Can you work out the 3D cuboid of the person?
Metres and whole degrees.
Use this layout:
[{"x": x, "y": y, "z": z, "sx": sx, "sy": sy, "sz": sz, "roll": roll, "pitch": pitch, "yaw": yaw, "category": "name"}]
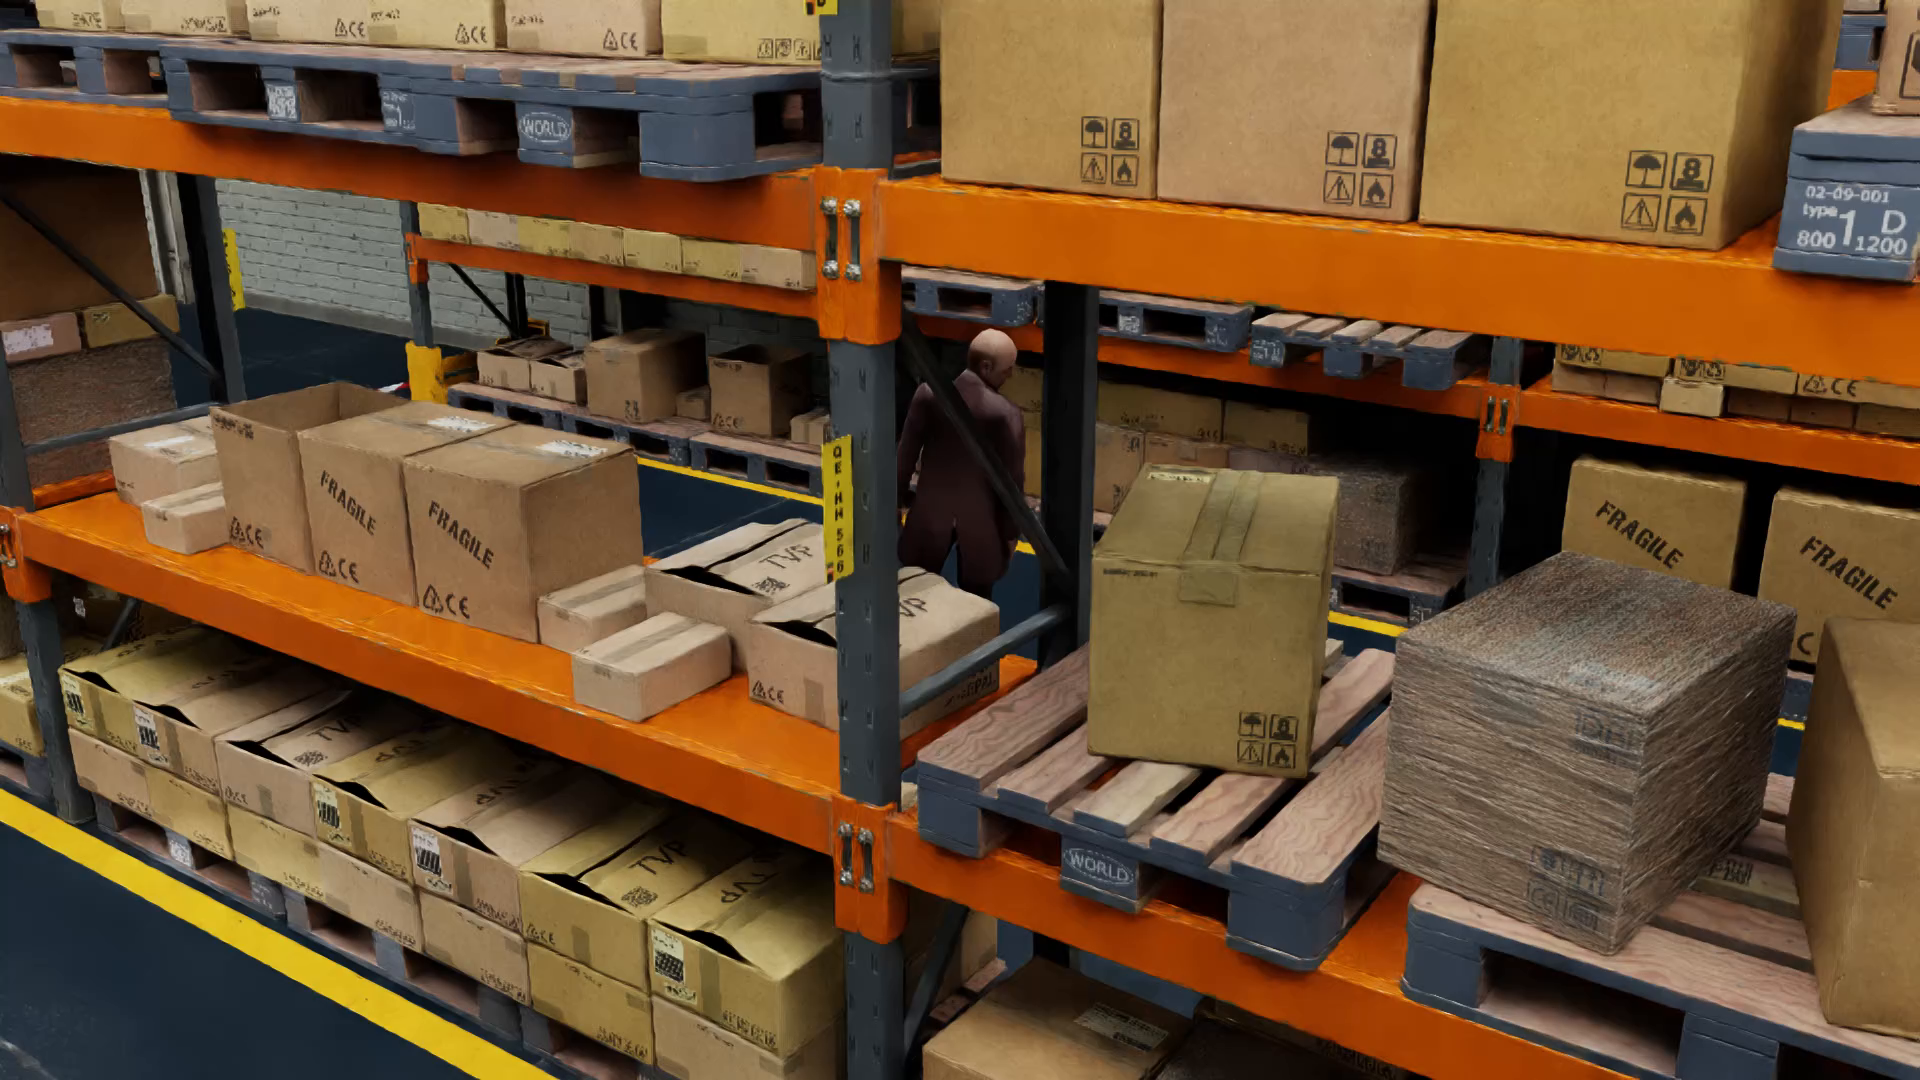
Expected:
[{"x": -0.038, "y": -0.101, "z": 7.416, "sx": 0.695, "sy": 1.726, "sz": 0.665, "roll": 3, "pitch": 20, "yaw": 10, "category": "person"}]
